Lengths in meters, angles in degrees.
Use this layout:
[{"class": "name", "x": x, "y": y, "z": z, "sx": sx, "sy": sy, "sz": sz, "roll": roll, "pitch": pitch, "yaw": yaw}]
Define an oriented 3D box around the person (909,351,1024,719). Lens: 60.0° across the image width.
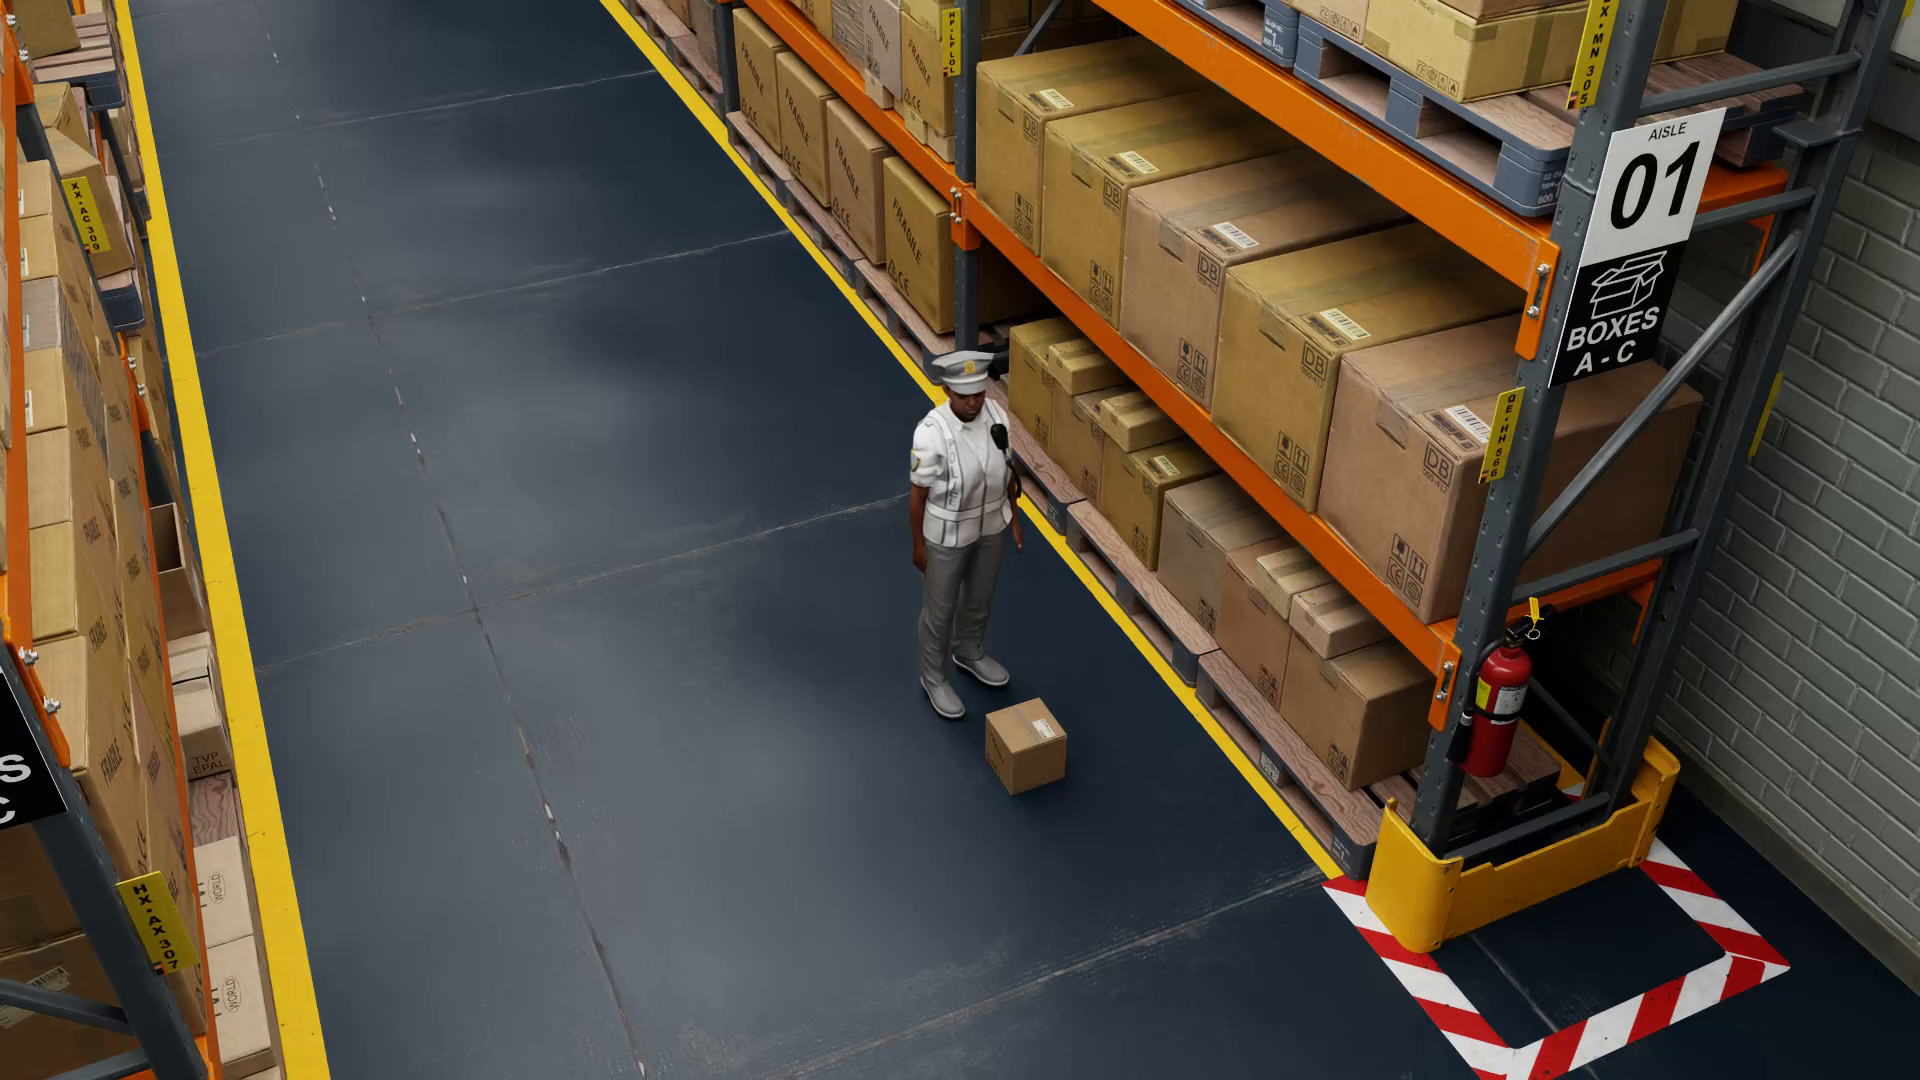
[{"class": "person", "x": 0.039, "y": -0.042, "z": 6.856, "sx": 0.490, "sy": 1.696, "sz": 0.360, "roll": -21, "pitch": 42, "yaw": -25}]
